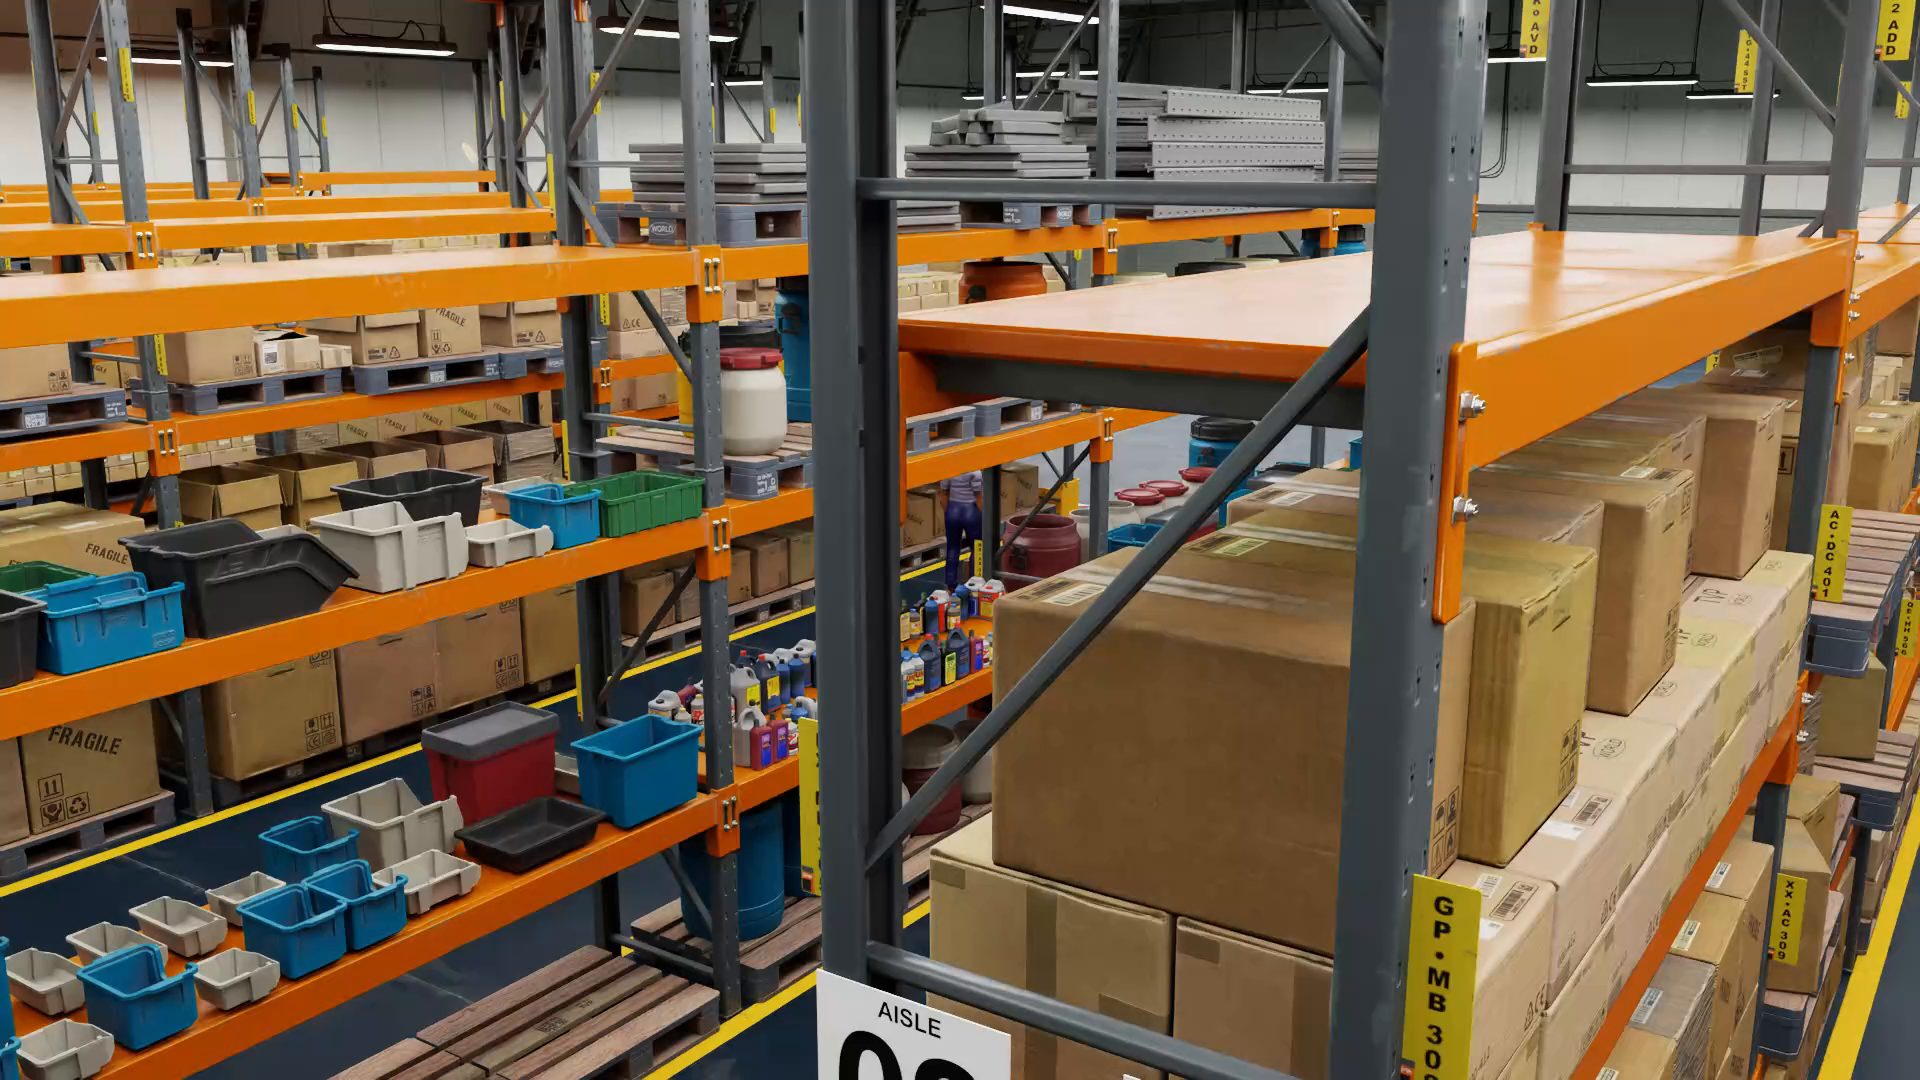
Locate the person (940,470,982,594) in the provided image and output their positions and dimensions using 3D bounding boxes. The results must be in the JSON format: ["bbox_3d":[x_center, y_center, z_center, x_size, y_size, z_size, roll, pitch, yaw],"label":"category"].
[{"bbox_3d":[0.023,-0.219,17.530,0.476,1.627,0.338,4,14,19],"label":"person"}]
